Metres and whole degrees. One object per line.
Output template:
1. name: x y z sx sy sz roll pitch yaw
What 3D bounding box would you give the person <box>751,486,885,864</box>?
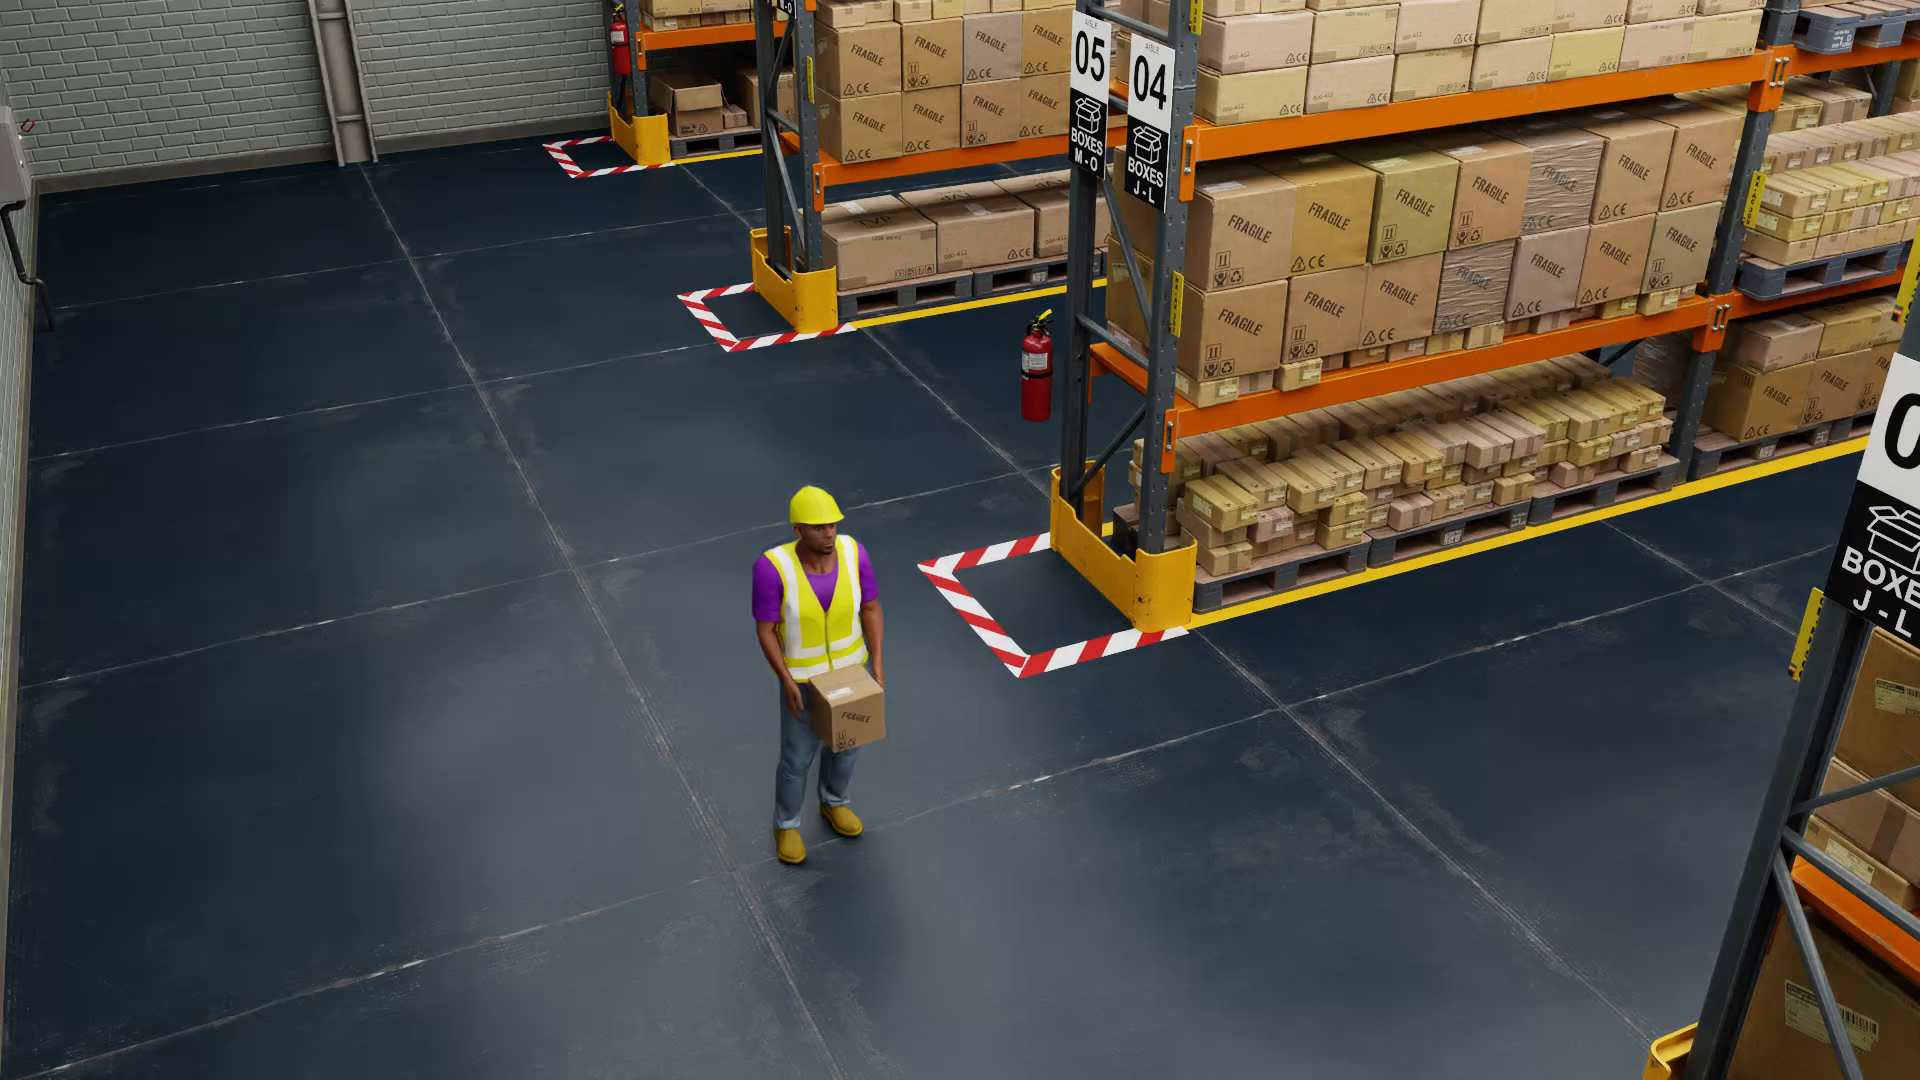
1. person: -0.601 0.590 7.381 0.607 1.762 0.466 -14 32 -23
